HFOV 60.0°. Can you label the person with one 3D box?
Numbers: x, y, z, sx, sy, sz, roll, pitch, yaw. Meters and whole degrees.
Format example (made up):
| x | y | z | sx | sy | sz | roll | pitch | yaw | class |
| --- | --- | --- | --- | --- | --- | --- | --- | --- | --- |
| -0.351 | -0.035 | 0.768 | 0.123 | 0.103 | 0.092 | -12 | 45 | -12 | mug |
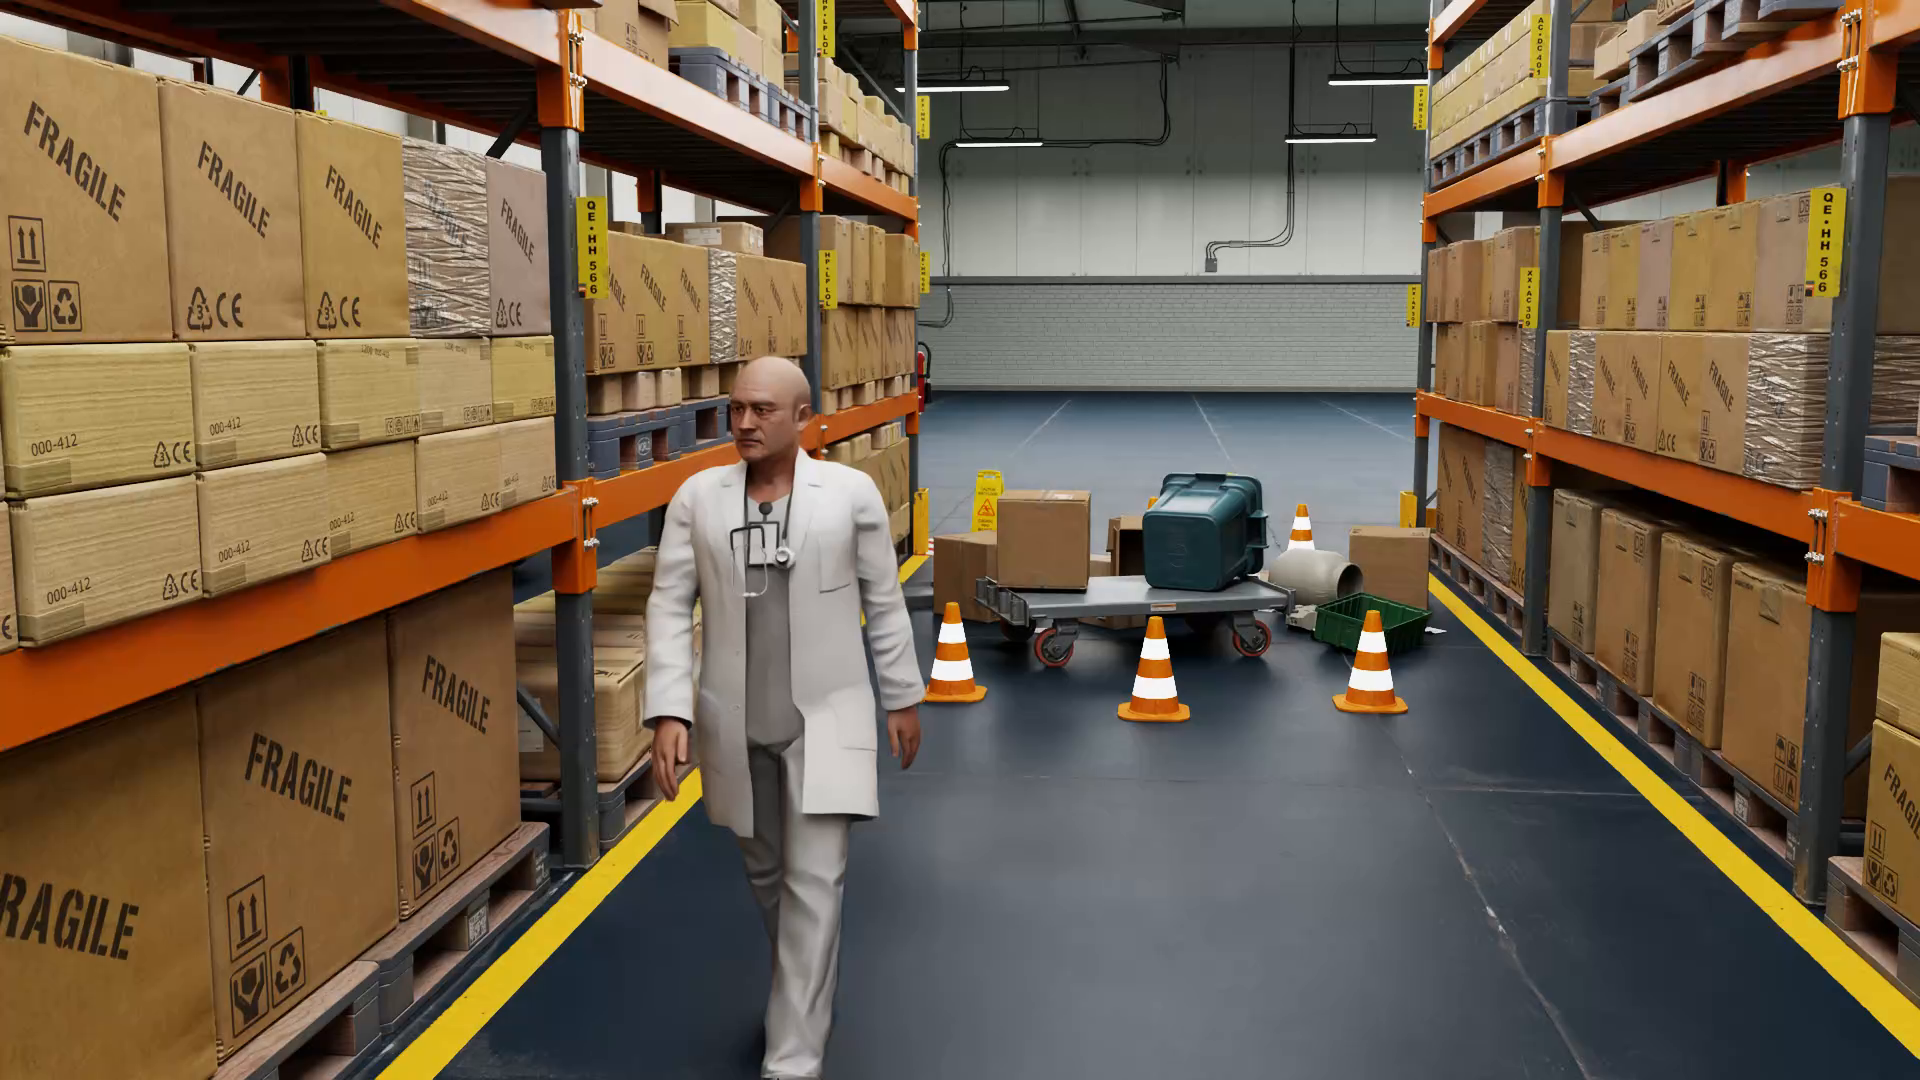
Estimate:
| x | y | z | sx | sy | sz | roll | pitch | yaw | class |
| --- | --- | --- | --- | --- | --- | --- | --- | --- | --- |
| -0.434 | 0.430 | 3.962 | 0.640 | 1.724 | 1.068 | 1 | 8 | 9 | person |
